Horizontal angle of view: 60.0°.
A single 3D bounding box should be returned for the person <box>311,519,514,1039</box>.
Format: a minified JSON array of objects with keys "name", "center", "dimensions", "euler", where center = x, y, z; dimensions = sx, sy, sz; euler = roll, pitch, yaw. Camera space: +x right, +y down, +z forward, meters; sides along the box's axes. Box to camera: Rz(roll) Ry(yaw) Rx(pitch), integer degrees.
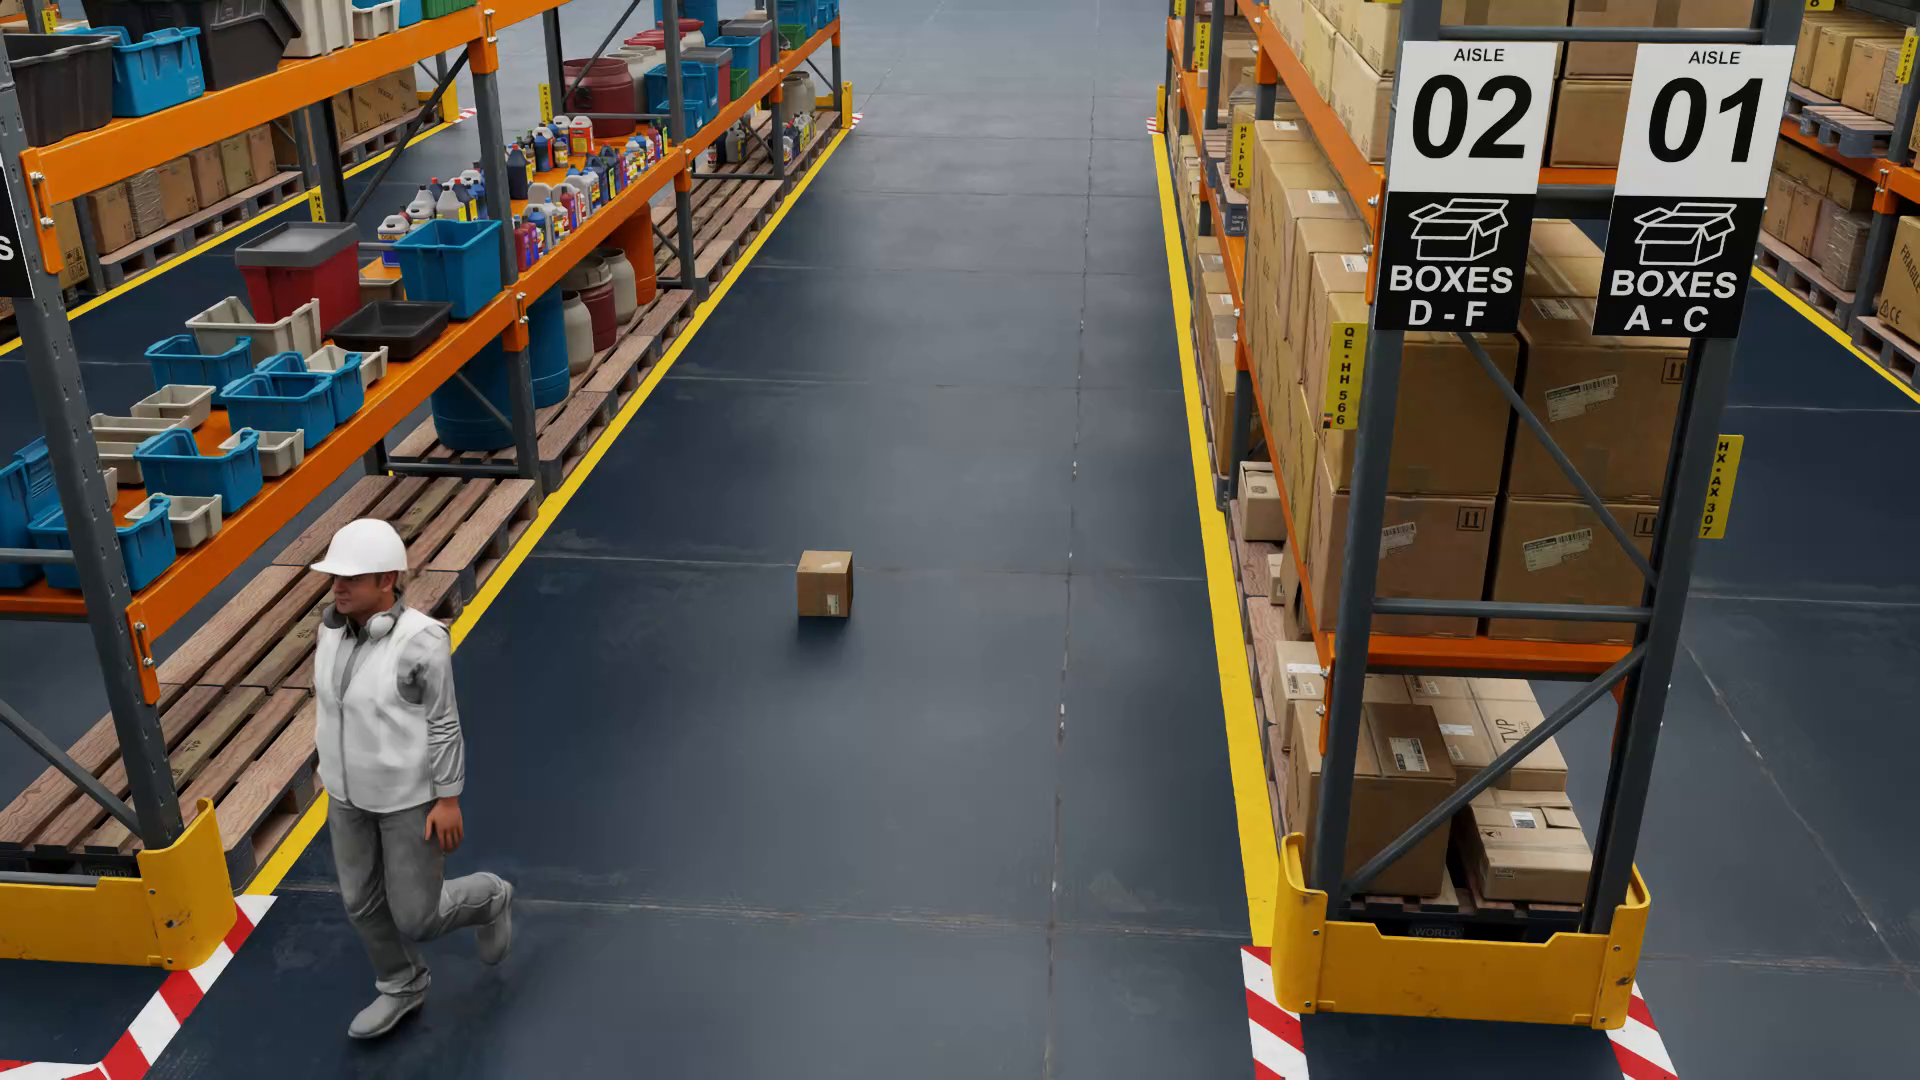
[{"name":"person","center":[-1.801,0.761,5.336],"dimensions":[0.551,1.755,0.627],"euler":[11,27,23]}]
